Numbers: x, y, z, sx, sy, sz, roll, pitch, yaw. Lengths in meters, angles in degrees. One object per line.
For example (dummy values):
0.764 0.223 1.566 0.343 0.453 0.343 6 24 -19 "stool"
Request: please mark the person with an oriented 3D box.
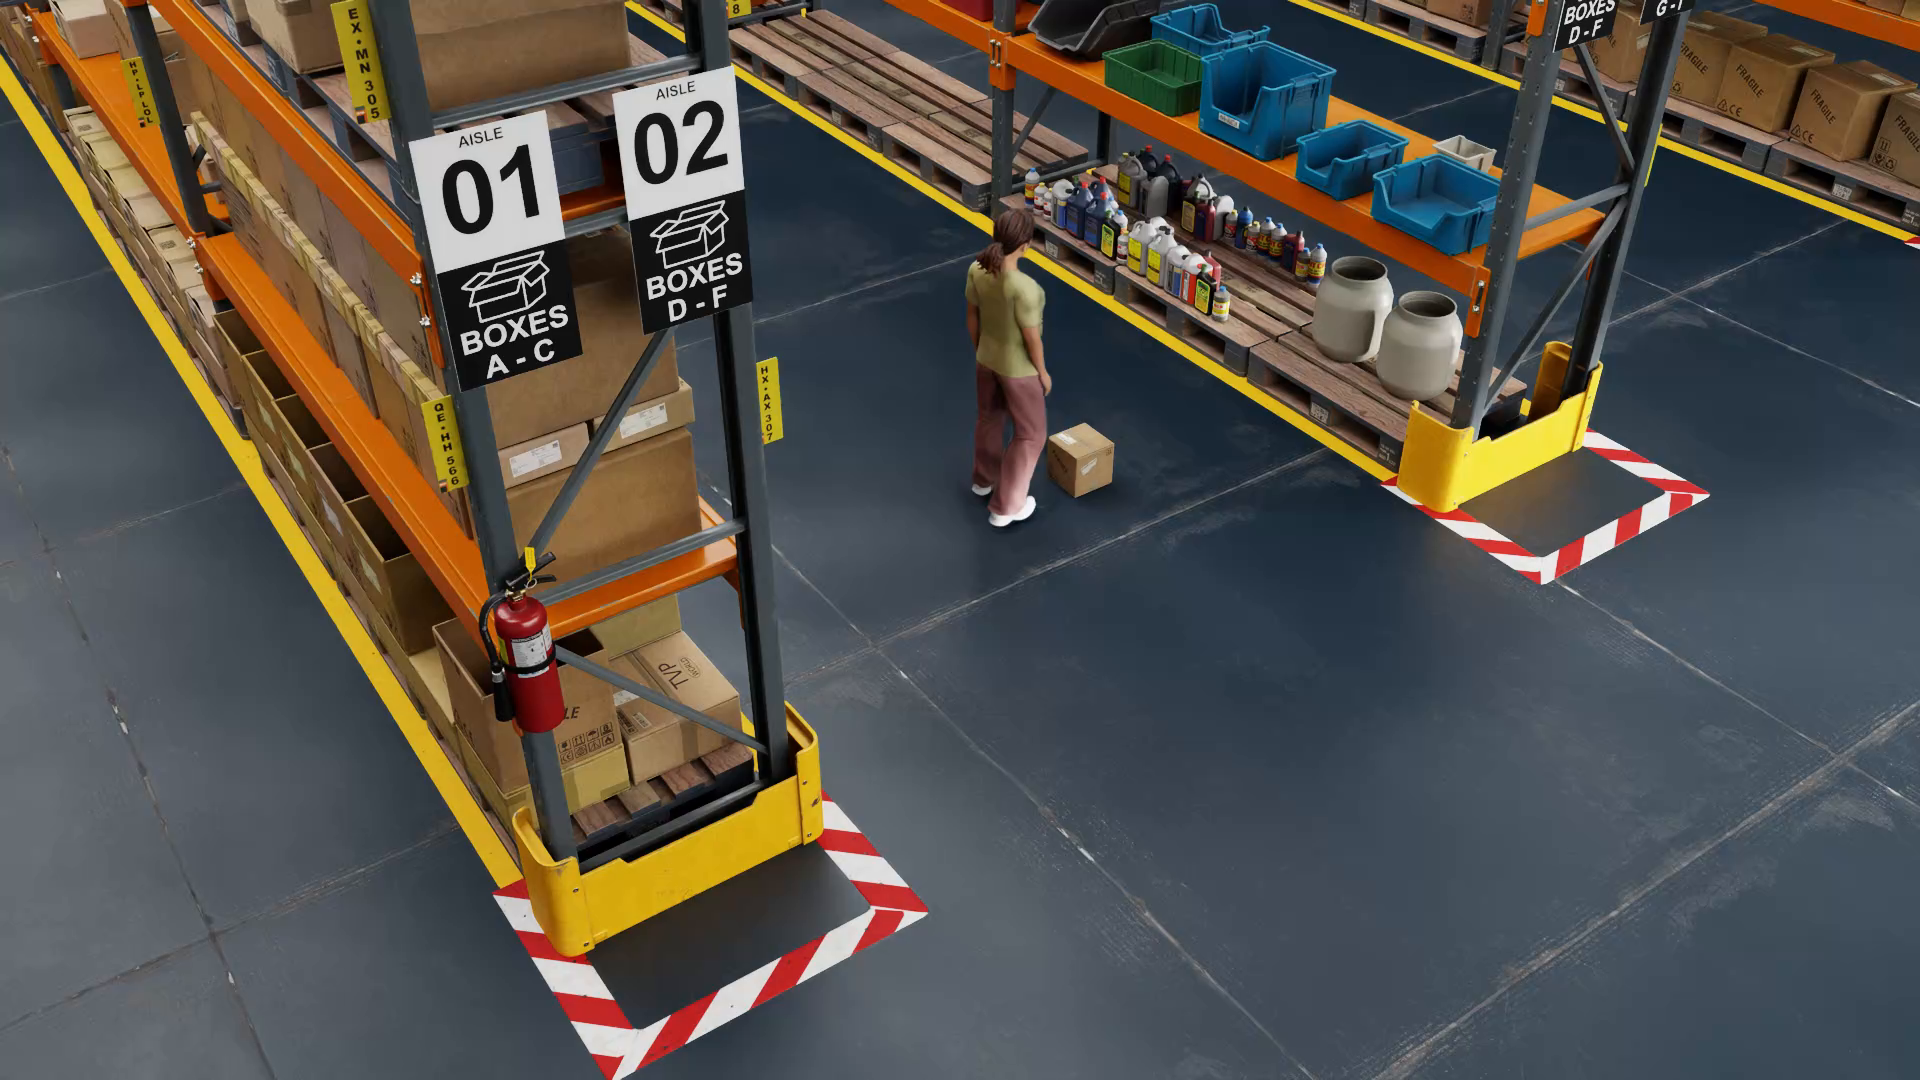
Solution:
0.245 -0.850 8.141 0.470 1.690 0.474 -28 45 -33 "person"
